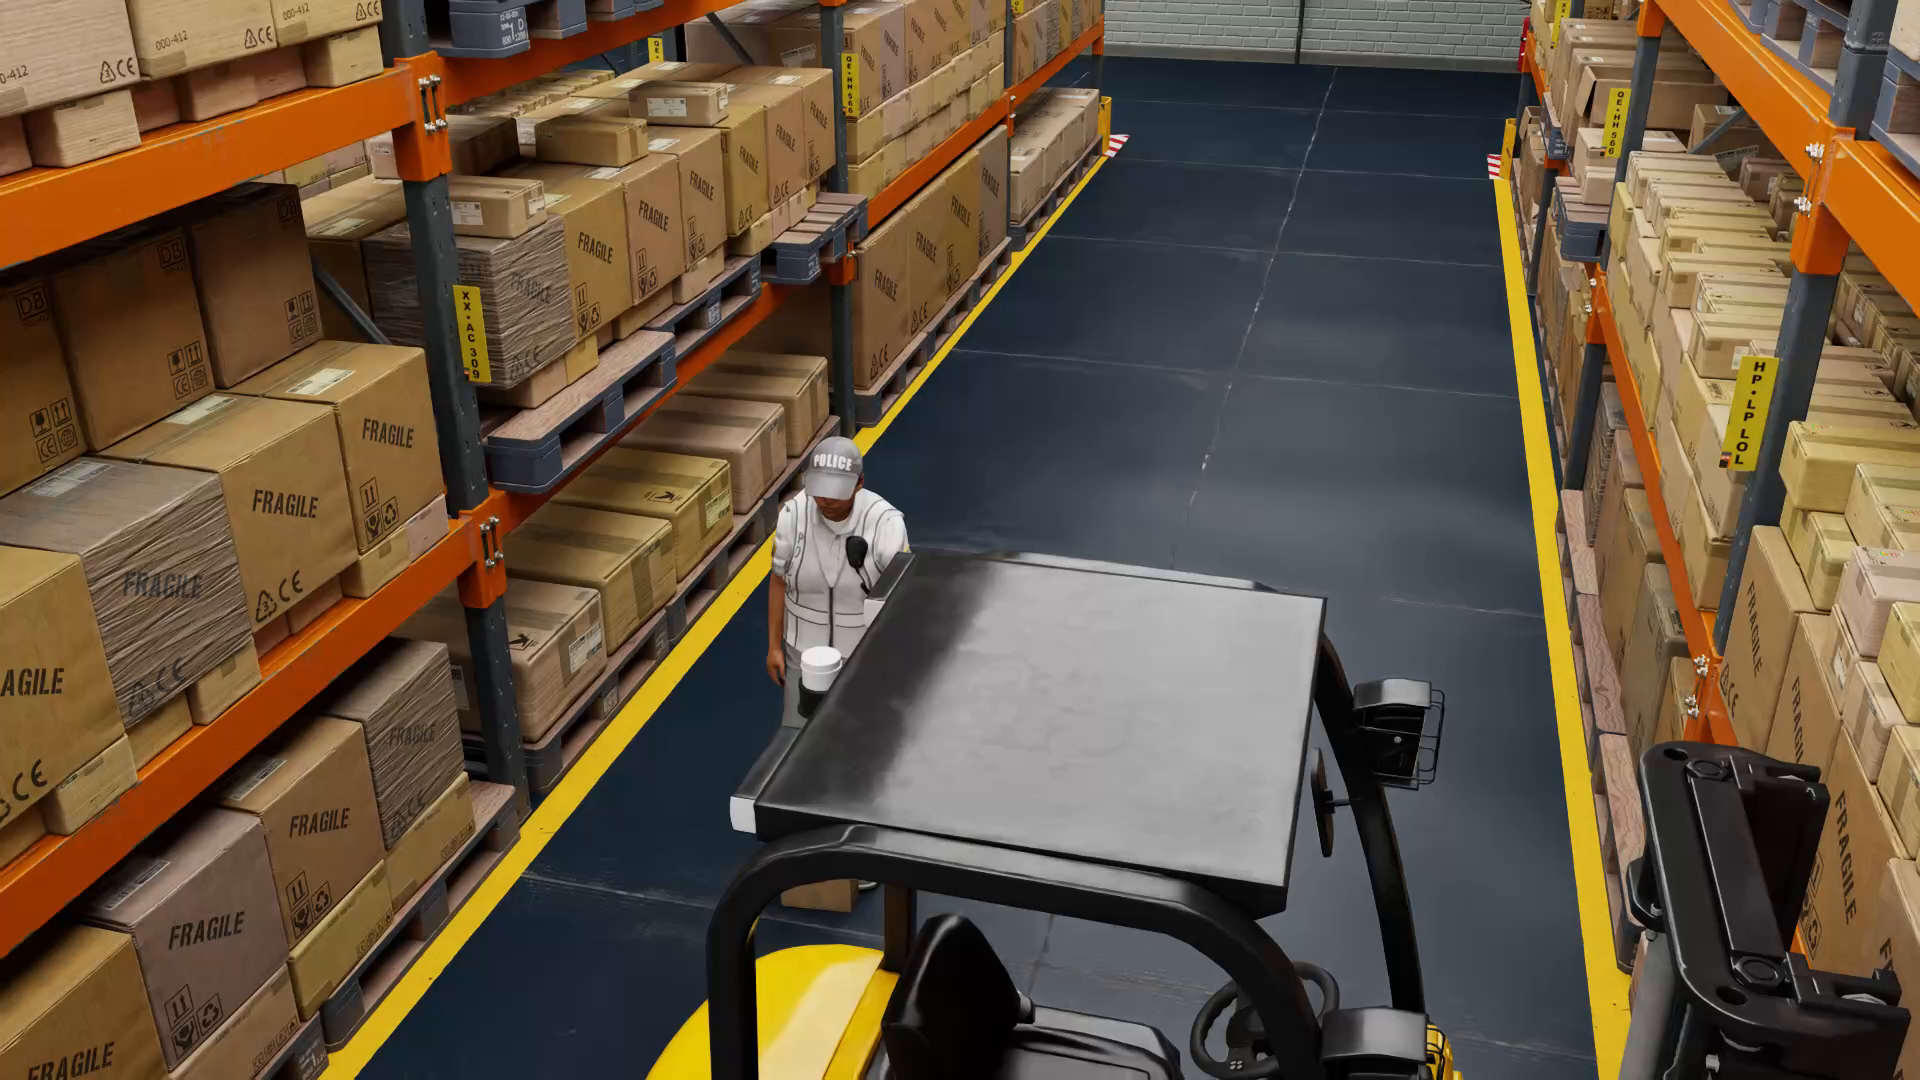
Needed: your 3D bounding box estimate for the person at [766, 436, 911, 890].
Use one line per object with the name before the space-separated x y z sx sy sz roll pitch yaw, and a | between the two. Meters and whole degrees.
person | -0.424 0.399 5.763 0.563 1.667 0.463 5 26 11
